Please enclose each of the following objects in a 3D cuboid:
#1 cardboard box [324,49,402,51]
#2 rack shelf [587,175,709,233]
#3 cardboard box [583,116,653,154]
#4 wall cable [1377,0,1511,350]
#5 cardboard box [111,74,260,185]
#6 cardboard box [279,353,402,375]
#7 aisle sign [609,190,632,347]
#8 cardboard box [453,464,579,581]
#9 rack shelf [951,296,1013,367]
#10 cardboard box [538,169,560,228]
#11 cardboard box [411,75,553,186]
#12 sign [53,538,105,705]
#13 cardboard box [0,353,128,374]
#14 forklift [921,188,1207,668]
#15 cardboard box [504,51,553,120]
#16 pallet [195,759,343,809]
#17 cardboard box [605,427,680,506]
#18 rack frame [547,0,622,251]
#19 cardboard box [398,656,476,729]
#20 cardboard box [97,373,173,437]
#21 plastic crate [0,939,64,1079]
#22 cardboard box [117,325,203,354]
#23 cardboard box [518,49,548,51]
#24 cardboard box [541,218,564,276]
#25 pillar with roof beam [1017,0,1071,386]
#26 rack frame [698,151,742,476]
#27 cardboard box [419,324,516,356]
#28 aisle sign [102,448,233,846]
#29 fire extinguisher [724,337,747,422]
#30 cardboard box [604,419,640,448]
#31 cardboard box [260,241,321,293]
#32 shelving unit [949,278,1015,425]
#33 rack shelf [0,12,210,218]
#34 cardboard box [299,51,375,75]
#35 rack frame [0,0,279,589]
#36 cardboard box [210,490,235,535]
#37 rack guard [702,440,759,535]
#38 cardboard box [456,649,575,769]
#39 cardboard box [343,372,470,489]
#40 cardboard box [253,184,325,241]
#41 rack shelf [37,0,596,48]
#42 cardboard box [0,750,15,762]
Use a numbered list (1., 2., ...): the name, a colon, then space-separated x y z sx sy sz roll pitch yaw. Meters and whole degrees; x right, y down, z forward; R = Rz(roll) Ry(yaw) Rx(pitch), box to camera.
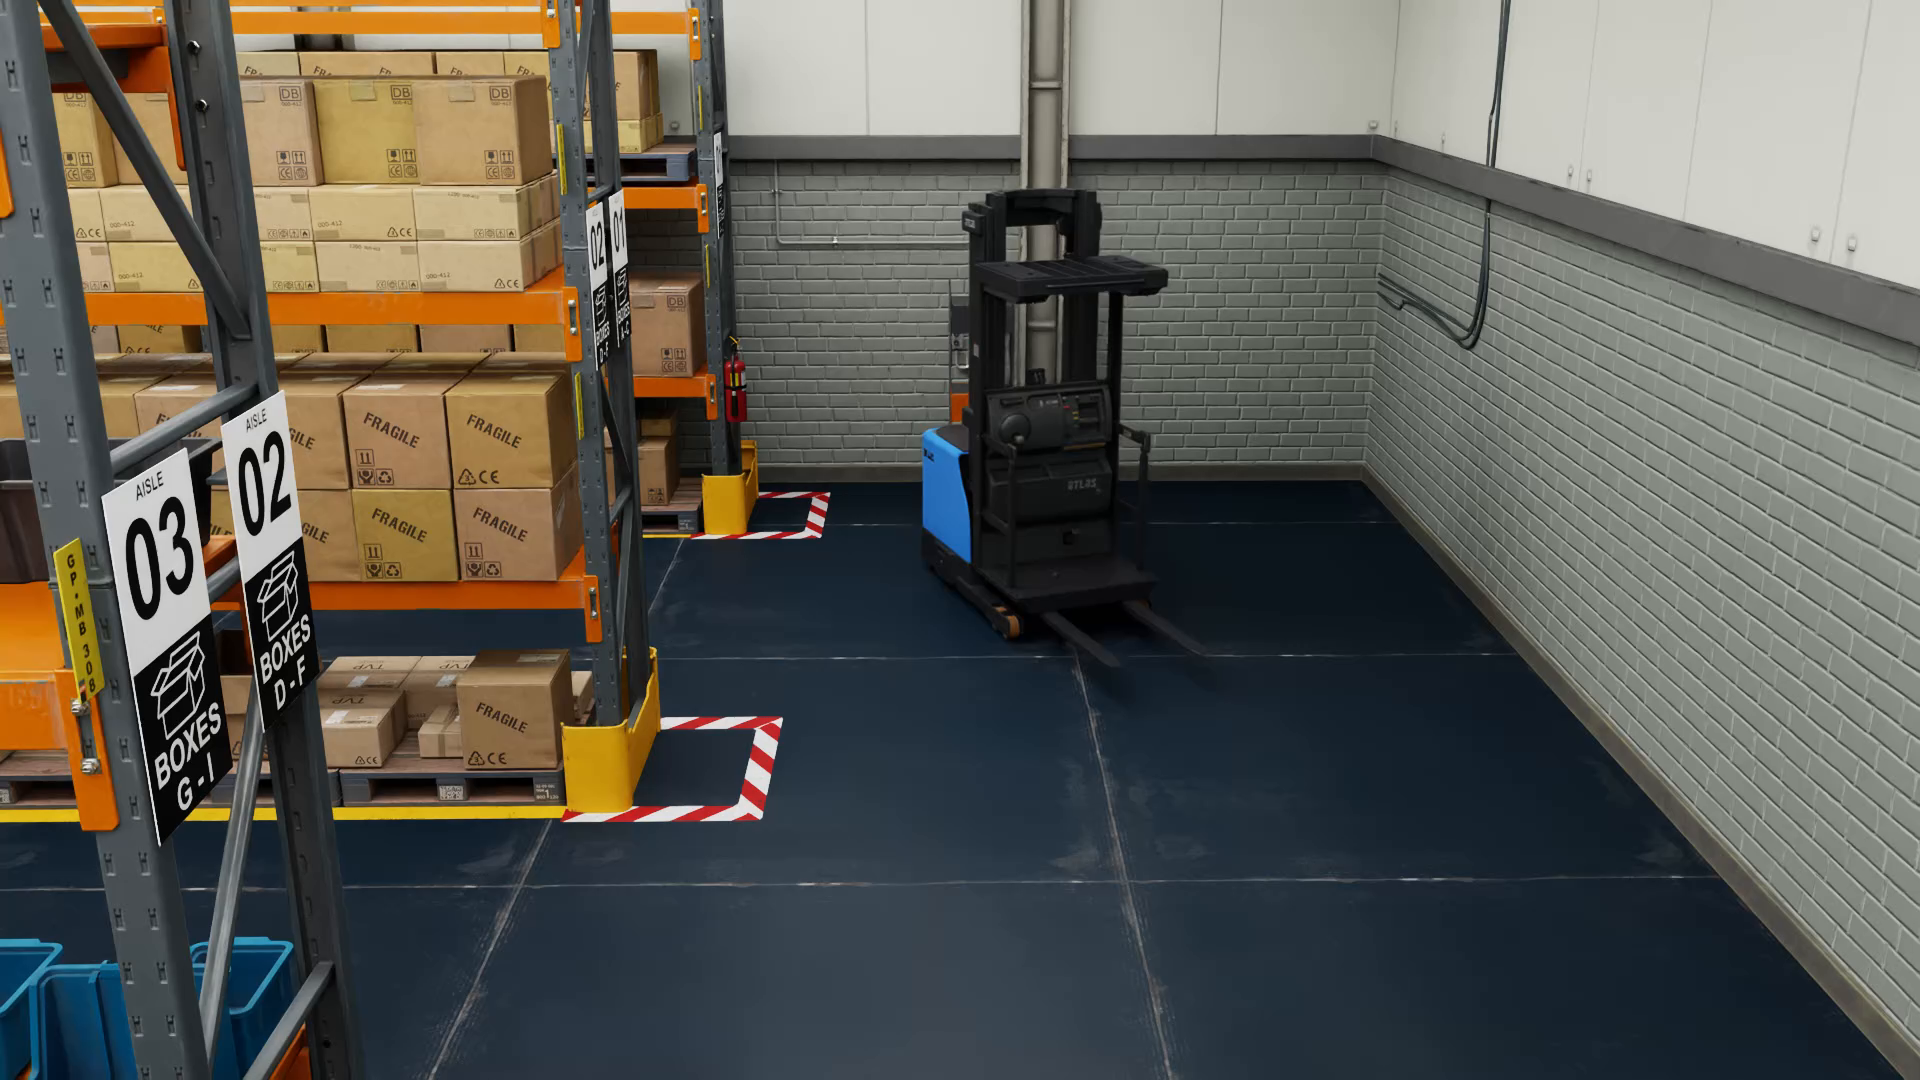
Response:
1. cardboard box: -4.759 -3.669 13.330 0.500 0.500 0.500 -1 18 -3
2. rack shelf: -3.970 -2.725 13.400 4.000 0.370 1.077 0 18 -1
3. cardboard box: -2.699 -3.169 13.000 0.500 0.250 0.500 0 18 1
4. wall cable: 3.690 -2.945 13.081 0.112 2.526 3.097 0 18 -1
5. cardboard box: -3.903 -2.095 8.458 0.500 0.500 0.700 0 18 -1
6. cardboard box: -3.359 -0.733 9.121 0.500 0.500 0.500 0 18 0
7. aisle sign: -1.825 -1.464 8.946 0.004 0.787 0.394 0 18 -1
8. cardboard box: -2.332 -0.099 8.781 0.500 0.500 0.500 0 18 1
9. rack shelf: 0.165 -1.654 13.020 0.480 0.518 0.431 0 18 -1
10. cardboard box: -2.406 -1.808 8.790 0.500 0.250 0.500 0 18 -1
11. cardboard box: -2.402 -2.081 8.413 0.500 0.500 0.700 0 18 -1
12. sign: -1.789 0.166 3.380 0.005 0.325 0.100 0 18 -1
13. cardboard box: -4.874 -0.726 9.098 0.500 0.500 0.500 -1 18 -2
14. forklift: 0.708 -0.858 11.424 1.130 2.935 3.031 -7 19 -20
15. cardboard box: -3.199 -3.525 12.881 0.500 0.500 0.500 0 18 1
16. pallet: -3.979 1.201 9.458 1.213 0.211 1.003 0 18 -1
17. cardboard box: -2.669 -0.625 13.990 0.500 0.500 0.700 0 18 -1
18. rack frame: -1.889 -2.993 8.146 0.127 3.000 1.000 0 18 -1
19. cardboard box: -2.937 0.882 9.669 0.500 0.250 0.500 0 18 -1
20. cardboard box: -4.383 -0.562 8.589 0.500 0.500 0.500 -1 18 -2
21. plastic crate: -2.725 1.331 4.662 0.300 0.233 0.416 0 18 -1
22. cardboard box: -6.428 -1.750 13.407 0.500 0.500 0.500 -1 18 -2
23. cardboard box: -3.233 -3.681 13.367 0.500 0.500 0.500 -1 18 -2
24. cardboard box: -2.406 -1.568 8.861 0.500 0.250 0.500 0 18 -1
25. pillar with roof beam: 0.783 -3.468 9.627 0.400 9.000 9.100 0 18 -1
26. rack frame: -1.971 -1.649 13.778 0.127 3.000 1.000 0 18 -1
27. cardboard box: -3.970 -1.779 13.691 0.700 0.700 0.980 -1 18 -4
28. aisle sign: -1.738 0.228 3.671 0.004 0.787 0.394 0 18 -1
29. fire extinguisher: -1.812 -1.295 13.410 0.183 0.674 0.296 0 18 -1
30. cardboard box: -2.794 -0.878 13.716 0.250 0.149 0.380 0 18 -2
31. cardboard box: -3.398 -1.405 8.351 0.500 0.250 0.500 0 18 -1
32. shelving unit: 0.165 -1.001 13.229 0.503 2.100 0.431 0 18 -1
33. rack shelf: -3.814 -0.937 3.570 4.000 0.370 1.077 0 18 -1
34. cardboard box: -4.739 -3.514 12.846 0.500 0.500 0.500 -1 18 -2
35. rack frame: -1.814 -1.480 3.430 0.127 3.000 1.000 0 18 -1
36. cardboard box: -3.854 -0.092 8.760 0.500 0.500 0.500 -1 18 -2
37. rack guard: -1.947 -0.459 14.160 0.348 0.500 1.175 0 18 -1
38. cardboard box: -2.428 0.922 9.134 0.500 0.500 0.500 0 18 -1
39. cardboard box: -2.834 -0.571 8.617 0.500 0.500 0.500 0 18 1
40. cardboard box: -3.398 -1.647 8.288 0.500 0.250 0.500 0 18 -1
41. rack shelf: -3.888 -2.639 8.226 4.000 0.370 1.077 0 18 -1
42. cardboard box: -5.465 1.018 9.146 0.500 0.311 0.500 0 18 -1
